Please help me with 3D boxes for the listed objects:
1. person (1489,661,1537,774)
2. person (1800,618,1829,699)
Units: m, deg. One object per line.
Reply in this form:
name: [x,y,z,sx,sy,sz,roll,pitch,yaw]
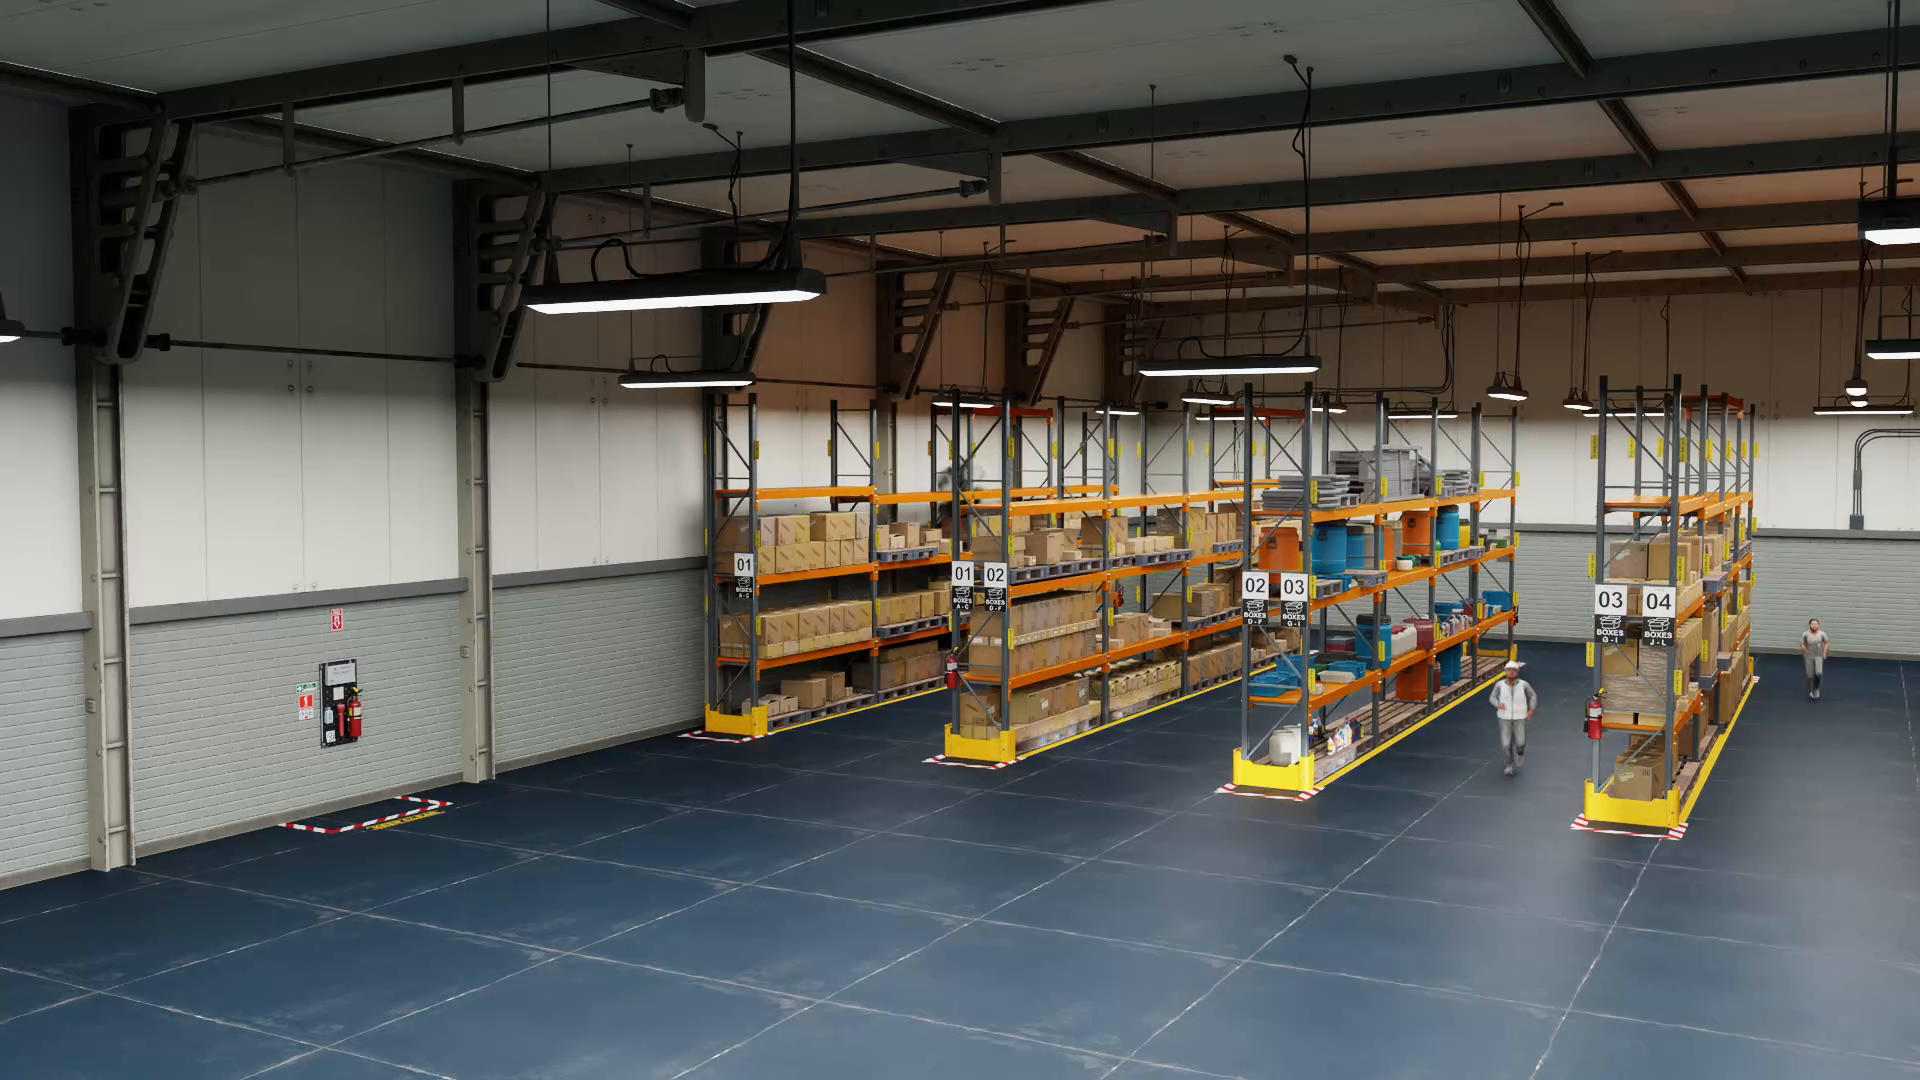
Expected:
person: [8.512,2.745,25.621,0.708,1.741,0.555,1,3,18]
person: [17.157,2.375,33.405,0.514,1.615,0.719,2,3,27]
